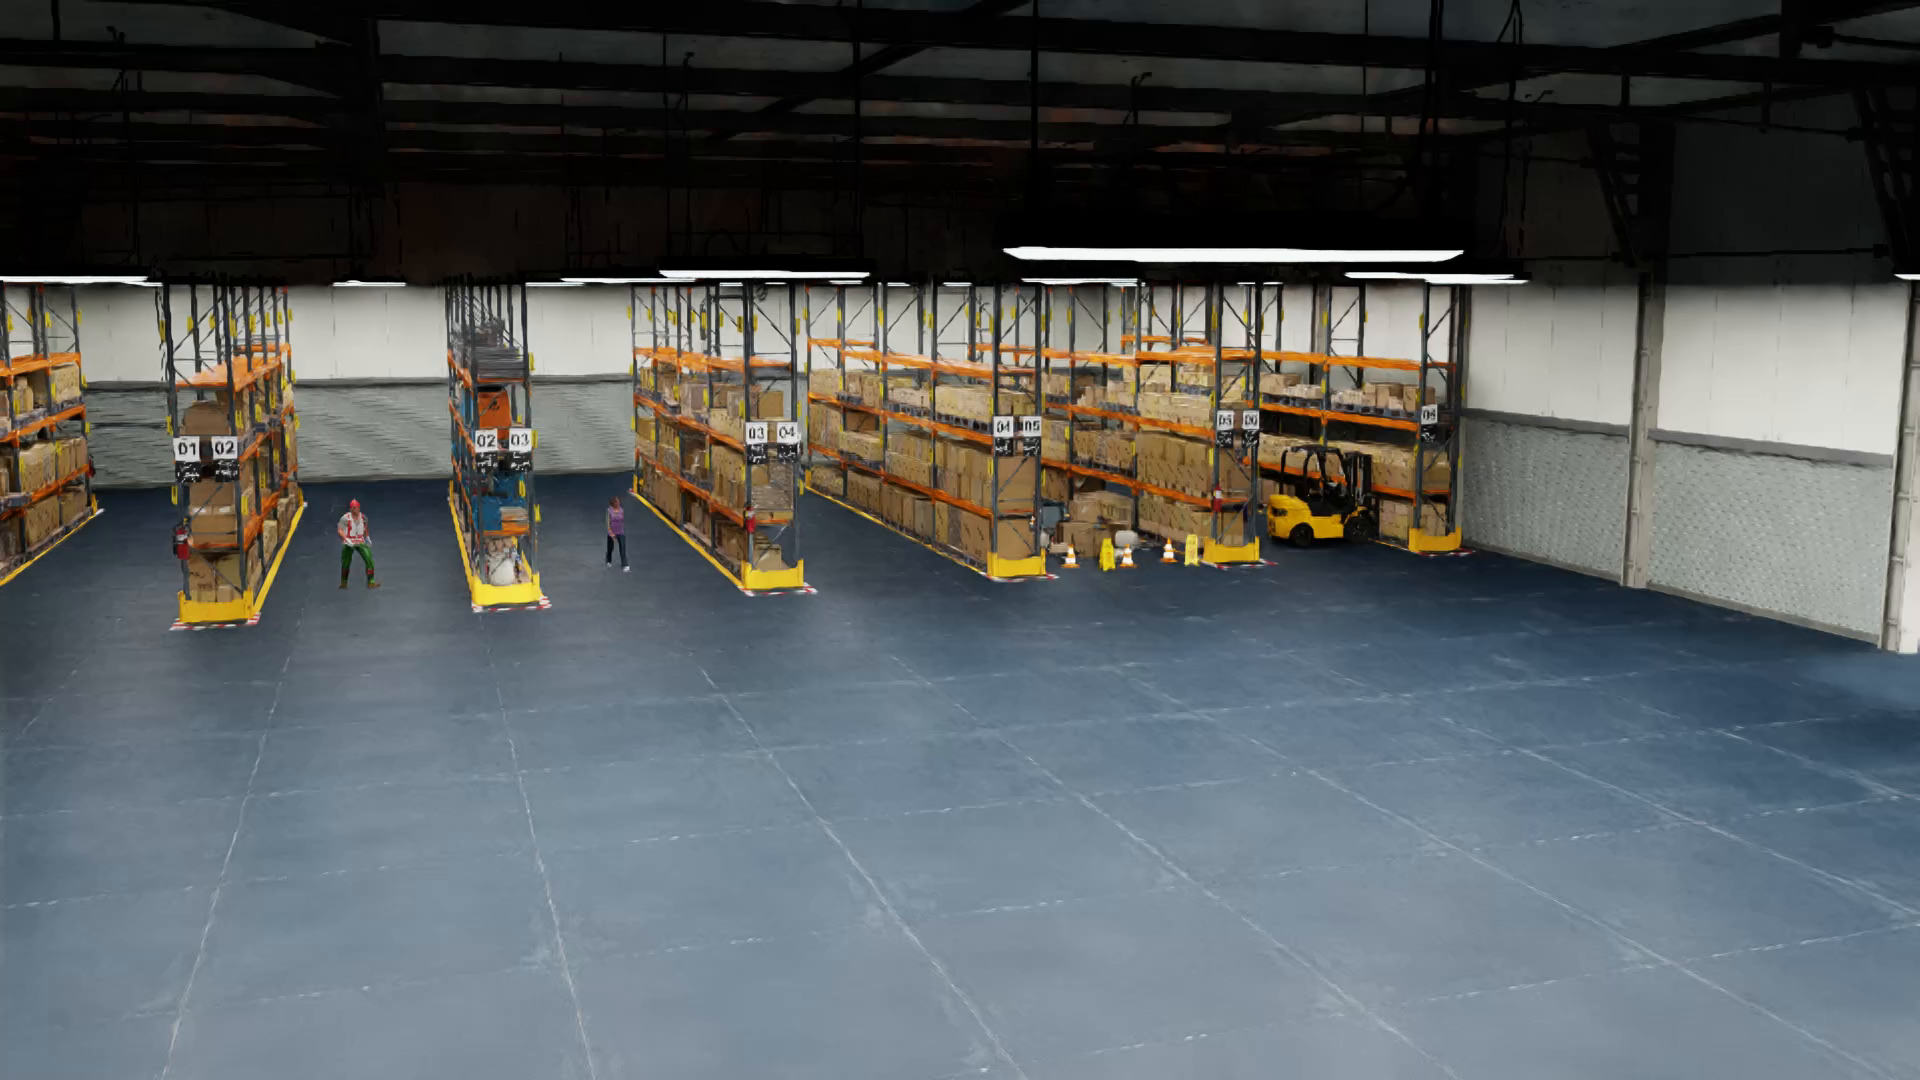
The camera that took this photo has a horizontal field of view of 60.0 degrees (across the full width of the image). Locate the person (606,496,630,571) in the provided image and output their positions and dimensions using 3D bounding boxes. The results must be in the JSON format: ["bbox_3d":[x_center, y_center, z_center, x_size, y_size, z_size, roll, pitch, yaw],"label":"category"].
[{"bbox_3d":[-7.024,-0.146,33.879,0.412,1.533,0.955,-4,10,-26],"label":"person"}]

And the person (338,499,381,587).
[{"bbox_3d":[-11.615,0.056,31.947,0.686,1.716,0.829,-6,11,-36],"label":"person"}]

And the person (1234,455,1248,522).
[{"bbox_3d":[6.862,-1.286,41.060,0.550,1.642,0.583,1,9,9],"label":"person"}]

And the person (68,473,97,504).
[{"bbox_3d":[-23.255,-1.717,43.814,0.553,1.670,0.682,3,9,19],"label":"person"}]

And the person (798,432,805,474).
[{"bbox_3d":[-5.050,-2.777,51.065,0.505,1.610,0.916,0,9,3],"label":"person"}]
